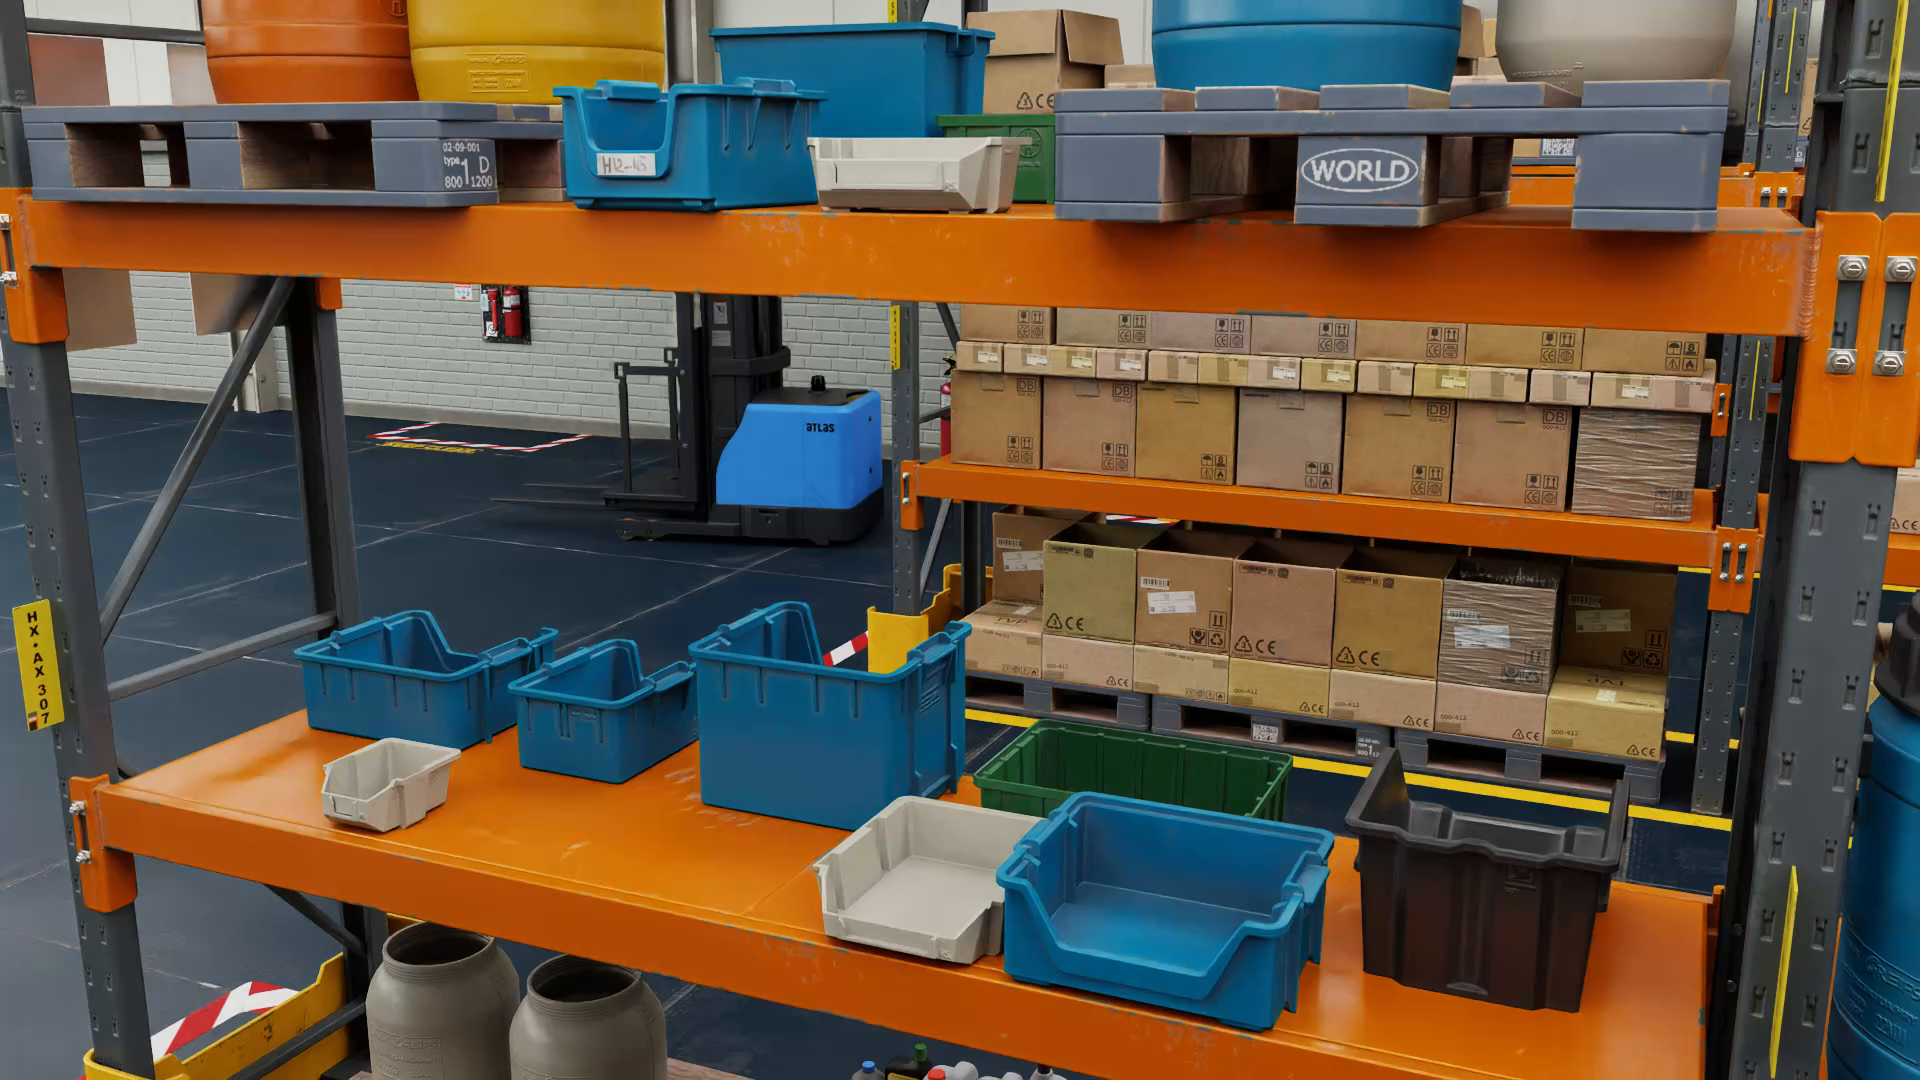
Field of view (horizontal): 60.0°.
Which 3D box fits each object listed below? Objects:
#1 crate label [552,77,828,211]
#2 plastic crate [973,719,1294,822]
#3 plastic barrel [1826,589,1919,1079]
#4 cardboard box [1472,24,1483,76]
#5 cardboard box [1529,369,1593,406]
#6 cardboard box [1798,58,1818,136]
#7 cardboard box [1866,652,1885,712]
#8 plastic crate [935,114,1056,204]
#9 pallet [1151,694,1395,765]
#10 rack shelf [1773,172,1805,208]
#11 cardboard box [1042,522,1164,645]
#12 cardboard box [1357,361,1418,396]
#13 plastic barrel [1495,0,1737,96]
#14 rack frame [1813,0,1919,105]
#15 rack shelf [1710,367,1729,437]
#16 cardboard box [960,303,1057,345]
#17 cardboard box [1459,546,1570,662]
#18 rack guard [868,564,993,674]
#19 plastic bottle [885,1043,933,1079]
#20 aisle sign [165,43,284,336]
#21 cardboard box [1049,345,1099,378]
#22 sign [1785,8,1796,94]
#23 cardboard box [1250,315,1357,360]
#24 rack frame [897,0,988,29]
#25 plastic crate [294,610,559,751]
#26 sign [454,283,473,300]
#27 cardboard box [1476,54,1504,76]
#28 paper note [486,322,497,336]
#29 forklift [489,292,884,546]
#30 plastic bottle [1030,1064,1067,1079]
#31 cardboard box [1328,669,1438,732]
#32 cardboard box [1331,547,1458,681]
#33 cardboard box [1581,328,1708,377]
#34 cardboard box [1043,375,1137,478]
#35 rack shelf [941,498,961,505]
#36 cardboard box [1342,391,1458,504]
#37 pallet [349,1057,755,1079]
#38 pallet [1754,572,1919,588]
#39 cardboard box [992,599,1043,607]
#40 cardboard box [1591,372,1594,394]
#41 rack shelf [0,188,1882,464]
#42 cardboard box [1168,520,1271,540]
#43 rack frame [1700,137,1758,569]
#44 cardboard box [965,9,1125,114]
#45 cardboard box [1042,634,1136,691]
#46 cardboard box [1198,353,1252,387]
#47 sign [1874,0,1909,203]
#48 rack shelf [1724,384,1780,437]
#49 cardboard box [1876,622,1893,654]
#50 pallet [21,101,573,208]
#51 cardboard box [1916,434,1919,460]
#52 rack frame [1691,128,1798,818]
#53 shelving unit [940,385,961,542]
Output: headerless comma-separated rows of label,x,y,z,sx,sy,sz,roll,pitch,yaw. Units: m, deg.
crate label,-0.535,-0.807,3.385,0.408,0.251,0.502,6,14,23
plastic crate,0.417,0.628,3.976,0.662,0.188,0.450,6,14,23
plastic barrel,1.775,0.564,2.686,0.708,0.901,0.600,6,14,23
cardboard box,3.802,-3.604,12.529,0.500,0.500,0.500,6,14,23
cardboard box,2.753,-0.717,7.605,0.250,0.149,0.380,5,14,22
cardboard box,6.024,-3.006,11.295,0.500,0.500,0.500,8,15,31
cardboard box,3.831,0.627,7.391,0.500,0.311,0.500,6,14,23
plastic crate,0.212,-0.851,3.712,0.450,0.188,0.336,6,14,23
pallet,1.724,0.838,8.722,1.213,0.211,1.003,6,14,23
rack shelf,5.383,-1.250,6.524,4.000,0.370,1.077,6,14,23
cardboard box,0.755,0.216,8.726,0.500,0.500,0.500,6,14,23
cardboard box,2.058,-0.788,7.906,0.250,0.149,0.380,6,15,25
plastic barrel,1.230,-1.091,3.107,0.421,0.512,0.421,0,13,0
rack frame,1.544,-2.211,2.480,0.127,3.000,1.000,6,14,23
rack shelf,3.728,-1.195,12.855,4.000,0.370,1.077,6,14,23
cardboard box,0.367,-1.325,8.775,0.500,0.500,0.700,6,14,23
cardboard box,2.796,0.291,8.405,0.500,0.500,0.500,6,14,23
rack guard,-0.125,0.520,9.446,0.348,0.500,1.175,6,14,23
plastic bottle,-0.142,1.533,4.639,0.133,0.283,0.061,6,15,25
aisle sign,-2.058,-0.995,4.739,0.004,0.787,0.394,6,14,23
cardboard box,0.638,-0.931,8.517,0.250,0.149,0.380,6,14,23
sign,3.331,-1.959,6.668,0.005,0.325,0.100,6,14,23
cardboard box,1.769,-1.184,8.177,0.500,0.500,0.700,6,14,23
rack frame,-0.103,-3.616,8.465,0.127,3.000,1.000,6,14,23
plastic crate,-1.534,0.395,4.829,0.616,0.251,0.499,6,14,23
sign,-5.303,-2.728,17.736,0.234,0.329,0.001,6,14,23
cardboard box,2.707,-2.166,7.823,0.500,0.311,0.500,5,14,20
paper note,-4.973,-2.240,17.662,0.142,0.148,0.016,6,14,23
forklift,-2.177,-1.535,12.879,3.031,2.935,1.130,3,13,12
plastic bottle,0.243,1.549,4.421,0.185,0.351,0.144,6,15,26
cardboard box,2.125,0.721,8.218,0.500,0.250,0.500,6,14,23
cardboard box,2.130,0.353,8.143,0.500,0.500,0.500,6,14,23
cardboard box,3.146,-1.045,7.583,0.500,0.500,0.700,6,14,24
cardboard box,0.801,-0.650,8.741,0.500,0.500,0.700,6,15,25
rack shelf,-0.013,-0.309,12.688,0.180,0.103,0.258,6,14,23
cardboard box,2.204,-0.508,8.135,0.500,0.500,0.700,6,14,24
pallet,-1.284,1.770,4.748,1.213,0.211,1.003,6,14,23
pallet,6.269,0.069,11.997,1.213,0.211,1.003,6,14,23
cardboard box,0.507,0.427,9.468,0.500,0.250,0.500,6,14,23
cardboard box,2.920,-0.801,7.965,0.250,0.149,0.380,5,14,22
rack shelf,-0.284,-0.586,3.694,4.000,0.370,1.077,6,14,23
cardboard box,1.428,0.151,9.003,0.500,0.500,0.500,6,14,23
rack frame,5.557,-1.360,11.984,0.127,3.000,1.000,6,14,23
cardboard box,0.421,-2.424,8.502,0.637,0.503,0.797,7,15,27
cardboard box,0.756,0.581,8.813,0.500,0.250,0.500,6,14,23
cardboard box,1.347,-0.859,8.213,0.250,0.149,0.380,6,14,23
sign,1.311,-0.641,2.337,0.005,0.325,0.100,6,14,23
rack shelf,7.386,-0.825,11.278,4.000,0.370,1.077,6,14,23
cardboard box,4.519,0.561,7.671,0.500,0.311,0.500,6,15,25
pallet,-1.396,-0.932,4.009,1.213,0.211,1.003,6,14,23
cardboard box,6.641,-0.618,11.688,0.500,0.250,0.500,5,14,22
rack frame,3.554,-0.325,7.573,0.127,3.000,1.000,6,14,23
shelving unit,-0.013,-0.585,12.623,0.189,1.200,0.258,6,14,23
